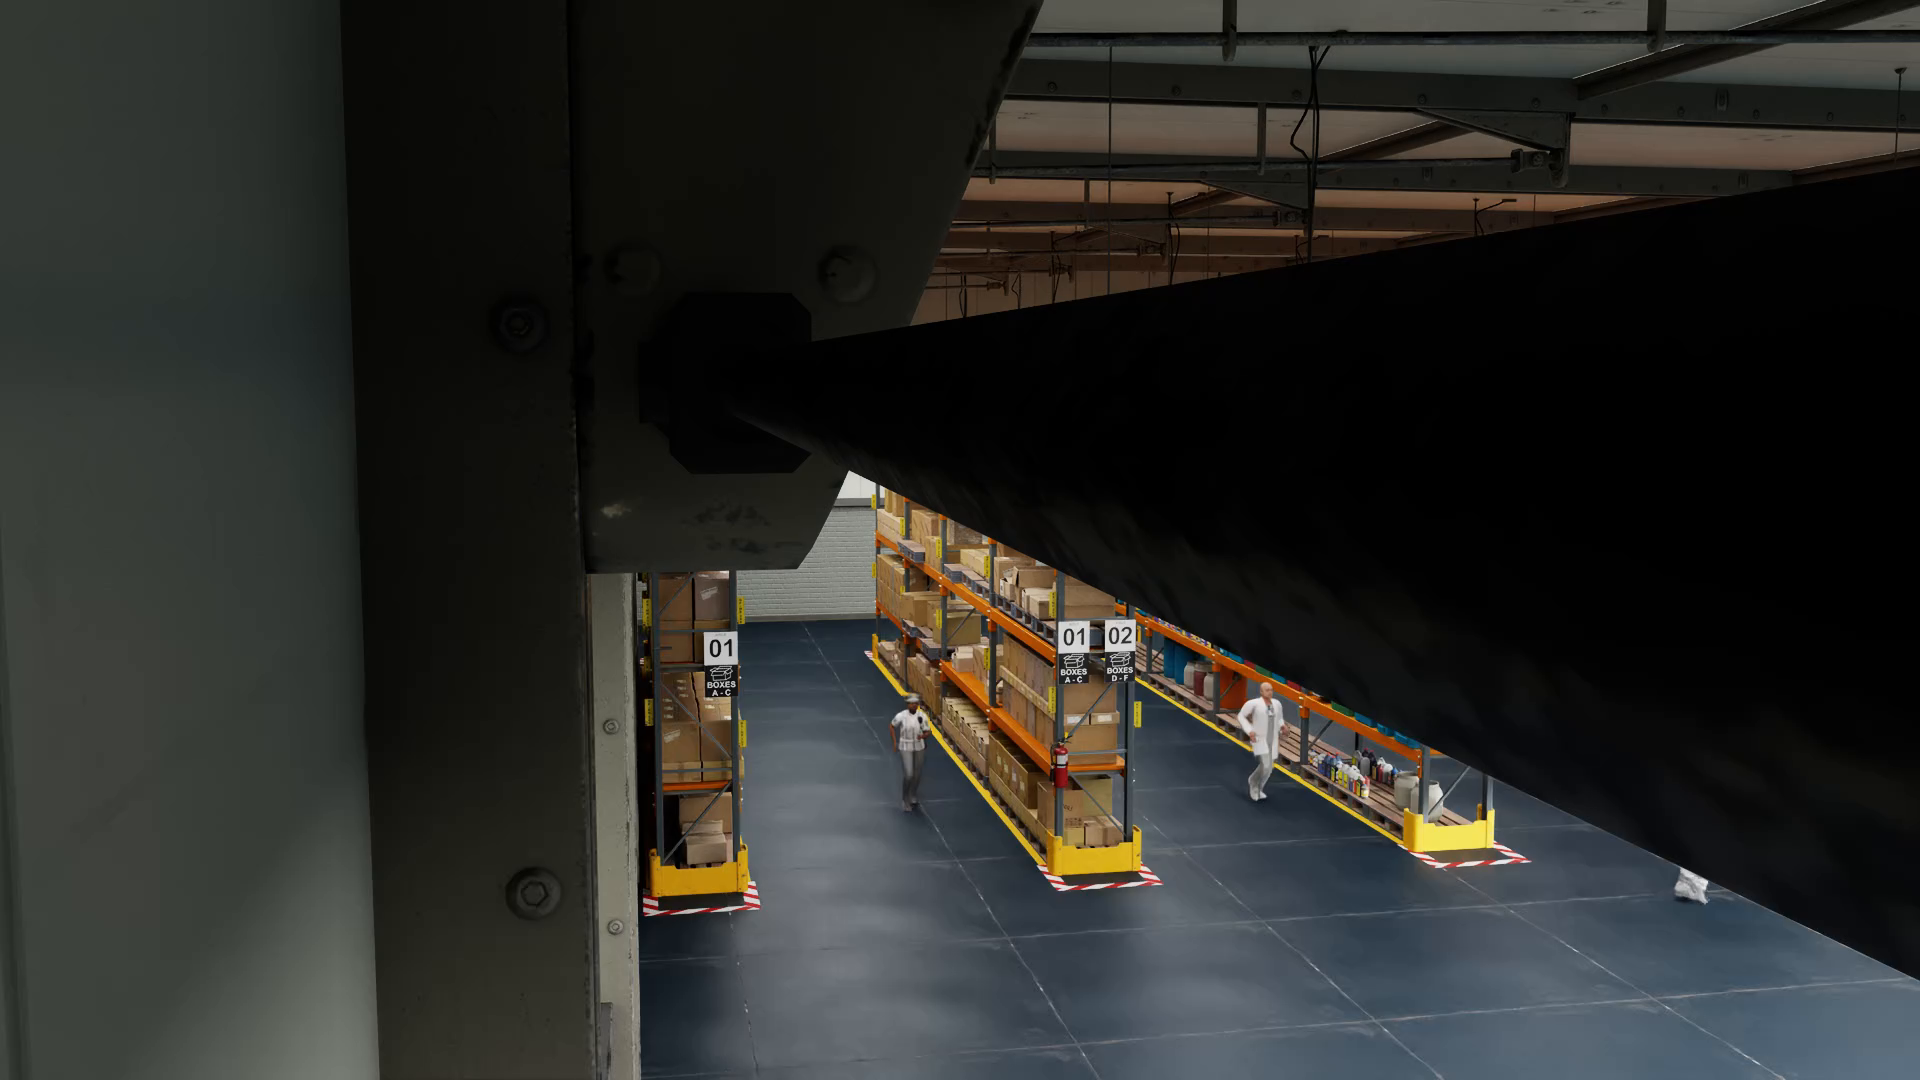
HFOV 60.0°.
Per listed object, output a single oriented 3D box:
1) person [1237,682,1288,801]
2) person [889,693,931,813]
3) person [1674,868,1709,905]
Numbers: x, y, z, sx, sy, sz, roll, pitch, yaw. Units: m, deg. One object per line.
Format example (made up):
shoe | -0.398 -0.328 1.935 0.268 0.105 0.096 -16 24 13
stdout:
person | 4.474 3.003 24.336 0.680 1.664 0.696 -2 6 -23
person | -0.693 3.046 23.878 0.542 1.733 0.714 -2 6 -16
person | 8.889 3.427 19.755 0.679 1.781 0.623 2 6 22
